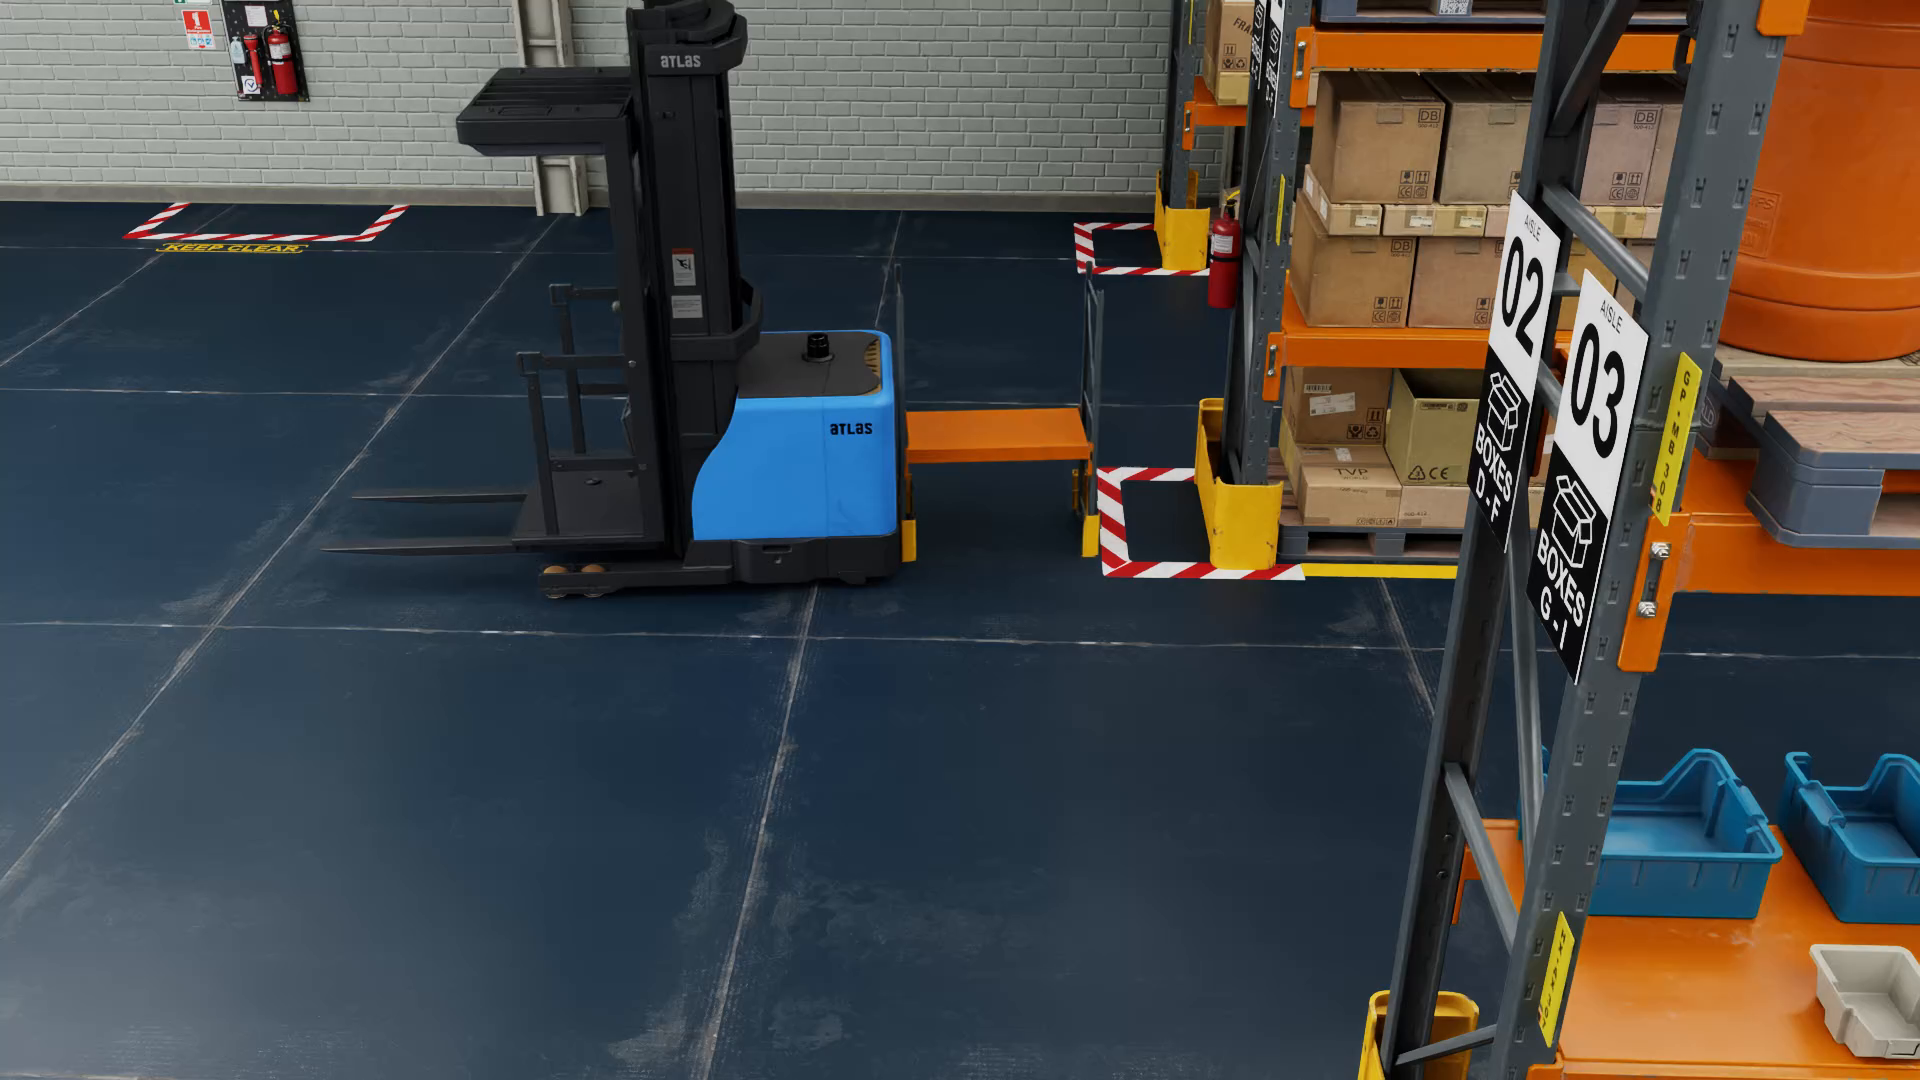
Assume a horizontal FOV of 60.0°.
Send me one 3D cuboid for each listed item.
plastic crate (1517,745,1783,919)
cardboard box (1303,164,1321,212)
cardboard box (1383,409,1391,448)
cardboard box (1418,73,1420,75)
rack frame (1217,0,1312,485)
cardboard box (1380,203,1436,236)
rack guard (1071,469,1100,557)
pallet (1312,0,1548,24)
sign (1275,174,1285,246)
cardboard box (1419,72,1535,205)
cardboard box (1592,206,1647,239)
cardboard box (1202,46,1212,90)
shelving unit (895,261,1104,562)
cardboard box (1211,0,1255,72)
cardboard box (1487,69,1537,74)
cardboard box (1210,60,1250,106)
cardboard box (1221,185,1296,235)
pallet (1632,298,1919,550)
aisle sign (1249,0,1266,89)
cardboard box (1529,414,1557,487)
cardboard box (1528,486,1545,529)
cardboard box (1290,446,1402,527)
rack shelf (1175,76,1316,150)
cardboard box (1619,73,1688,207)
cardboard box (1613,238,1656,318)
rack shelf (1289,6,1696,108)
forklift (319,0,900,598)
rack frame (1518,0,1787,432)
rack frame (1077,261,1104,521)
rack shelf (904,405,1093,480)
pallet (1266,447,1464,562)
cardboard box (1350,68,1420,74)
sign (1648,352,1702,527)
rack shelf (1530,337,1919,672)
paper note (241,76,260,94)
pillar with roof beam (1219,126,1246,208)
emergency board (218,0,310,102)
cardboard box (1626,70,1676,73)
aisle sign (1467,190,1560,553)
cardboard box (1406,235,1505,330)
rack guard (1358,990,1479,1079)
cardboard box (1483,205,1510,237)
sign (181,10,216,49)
[{"bbox_3d":[1.908,0.814,4.671,0.616,0.251,0.499,1,28,2],"label":"plastic crate"},{"bbox_3d":[1.964,-1.852,8.742,0.250,0.149,0.380,0,28,1],"label":"cardboard box"},{"bbox_3d":[2.622,-0.536,9.546,0.500,0.250,0.500,1,28,2],"label":"cardboard box"},{"bbox_3d":[3.251,-3.530,12.845,0.500,0.250,0.500,1,28,1],"label":"cardboard box"},{"bbox_3d":[1.575,-1.438,8.761,0.127,3.000,1.000,1,28,2],"label":"rack frame"},{"bbox_3d":[2.224,-1.659,8.377,0.250,0.149,0.380,0,28,0],"label":"cardboard box"},{"bbox_3d":[0.699,-0.155,9.275,0.087,0.250,0.587,-2,28,-3],"label":"rack guard"},{"bbox_3d":[2.281,-2.701,8.034,1.213,0.211,1.003,1,28,2],"label":"pallet"},{"bbox_3d":[1.550,-1.596,8.050,0.005,0.325,0.100,1,28,2],"label":"sign"},{"bbox_3d":[2.620,-2.035,8.394,0.500,0.500,0.700,0,28,0],"label":"cardboard box"},{"bbox_3d":[3.247,-1.642,8.345,0.250,0.149,0.380,1,28,1],"label":"cardboard box"},{"bbox_3d":[2.221,-3.783,13.322,0.500,0.250,0.500,1,28,3],"label":"cardboard box"},{"bbox_3d":[0.201,-0.694,8.957,1.083,1.500,0.587,-2,28,-3],"label":"shelving unit"},{"bbox_3d":[2.213,-3.882,12.710,0.500,0.500,0.500,1,28,2],"label":"cardboard box"},{"bbox_3d":[4.259,-3.847,12.642,0.500,0.500,0.500,0,28,0],"label":"cardboard box"},{"bbox_3d":[2.223,-3.543,12.870,0.500,0.250,0.500,0,28,0],"label":"cardboard box"},{"bbox_3d":[2.435,-2.710,13.561,0.500,0.311,0.500,-2,28,-4],"label":"cardboard box"},{"bbox_3d":[2.220,-0.302,3.617,1.213,0.211,1.003,1,28,2],"label":"pallet"},{"bbox_3d":[1.520,-2.726,8.413,0.004,0.787,0.394,1,28,2],"label":"aisle sign"},{"bbox_3d":[3.103,-0.618,8.900,0.500,0.500,0.500,1,28,2],"label":"cardboard box"},{"bbox_3d":[3.103,-0.281,9.065,0.500,0.250,0.500,1,28,2],"label":"cardboard box"},{"bbox_3d":[2.104,-0.296,9.093,0.500,0.250,0.500,1,28,2],"label":"cardboard box"},{"bbox_3d":[3.745,-3.406,13.241,4.000,0.370,1.077,1,28,2],"label":"rack shelf"},{"bbox_3d":[3.625,-2.019,8.364,0.500,0.500,0.700,1,28,2],"label":"cardboard box"},{"bbox_3d":[3.589,-1.445,8.666,0.500,0.500,0.700,2,28,3],"label":"cardboard box"},{"bbox_3d":[3.574,-2.413,8.164,4.000,0.370,1.077,1,28,2],"label":"rack shelf"},{"bbox_3d":[-1.855,-1.246,8.471,3.031,2.935,1.130,-2,28,-3],"label":"forklift"},{"bbox_3d":[1.397,-1.771,2.982,0.127,3.000,1.000,1,28,2],"label":"rack frame"},{"bbox_3d":[0.700,-0.707,8.982,0.032,1.500,0.500,-2,28,-3],"label":"rack frame"},{"bbox_3d":[0.192,-0.535,9.041,1.000,0.185,0.538,-2,28,-3],"label":"rack shelf"},{"bbox_3d":[2.341,-0.213,9.427,1.213,0.211,1.003,1,28,2],"label":"pallet"},{"bbox_3d":[3.223,-3.858,12.664,0.500,0.500,0.500,0,28,0],"label":"cardboard box"},{"bbox_3d":[1.373,-0.192,3.197,0.005,0.325,0.100,1,28,2],"label":"sign"},{"bbox_3d":[3.396,-0.094,3.791,4.000,0.370,1.077,1,28,2],"label":"rack shelf"},{"bbox_3d":[-6.162,-3.954,14.448,0.142,0.148,0.016,1,28,2],"label":"paper note"},{"bbox_3d":[2.325,-4.786,8.671,0.400,9.000,9.100,1,28,2],"label":"pillar with roof beam"},{"bbox_3d":[-5.988,-4.308,14.175,0.643,1.169,0.194,1,28,2],"label":"emergency board"},{"bbox_3d":[5.261,-3.828,12.607,0.500,0.500,0.500,1,28,2],"label":"cardboard box"},{"bbox_3d":[1.335,-0.409,4.043,0.004,0.787,0.394,1,28,2],"label":"aisle sign"},{"bbox_3d":[2.567,-1.462,8.699,0.500,0.500,0.700,2,28,3],"label":"cardboard box"},{"bbox_3d":[1.475,1.964,5.012,0.348,0.500,1.175,1,28,2],"label":"rack guard"},{"bbox_3d":[2.725,-1.649,8.358,0.250,0.149,0.380,1,28,1],"label":"cardboard box"},{"bbox_3d":[-6.537,-4.382,14.275,0.234,0.329,0.001,1,28,2],"label":"sign"}]
